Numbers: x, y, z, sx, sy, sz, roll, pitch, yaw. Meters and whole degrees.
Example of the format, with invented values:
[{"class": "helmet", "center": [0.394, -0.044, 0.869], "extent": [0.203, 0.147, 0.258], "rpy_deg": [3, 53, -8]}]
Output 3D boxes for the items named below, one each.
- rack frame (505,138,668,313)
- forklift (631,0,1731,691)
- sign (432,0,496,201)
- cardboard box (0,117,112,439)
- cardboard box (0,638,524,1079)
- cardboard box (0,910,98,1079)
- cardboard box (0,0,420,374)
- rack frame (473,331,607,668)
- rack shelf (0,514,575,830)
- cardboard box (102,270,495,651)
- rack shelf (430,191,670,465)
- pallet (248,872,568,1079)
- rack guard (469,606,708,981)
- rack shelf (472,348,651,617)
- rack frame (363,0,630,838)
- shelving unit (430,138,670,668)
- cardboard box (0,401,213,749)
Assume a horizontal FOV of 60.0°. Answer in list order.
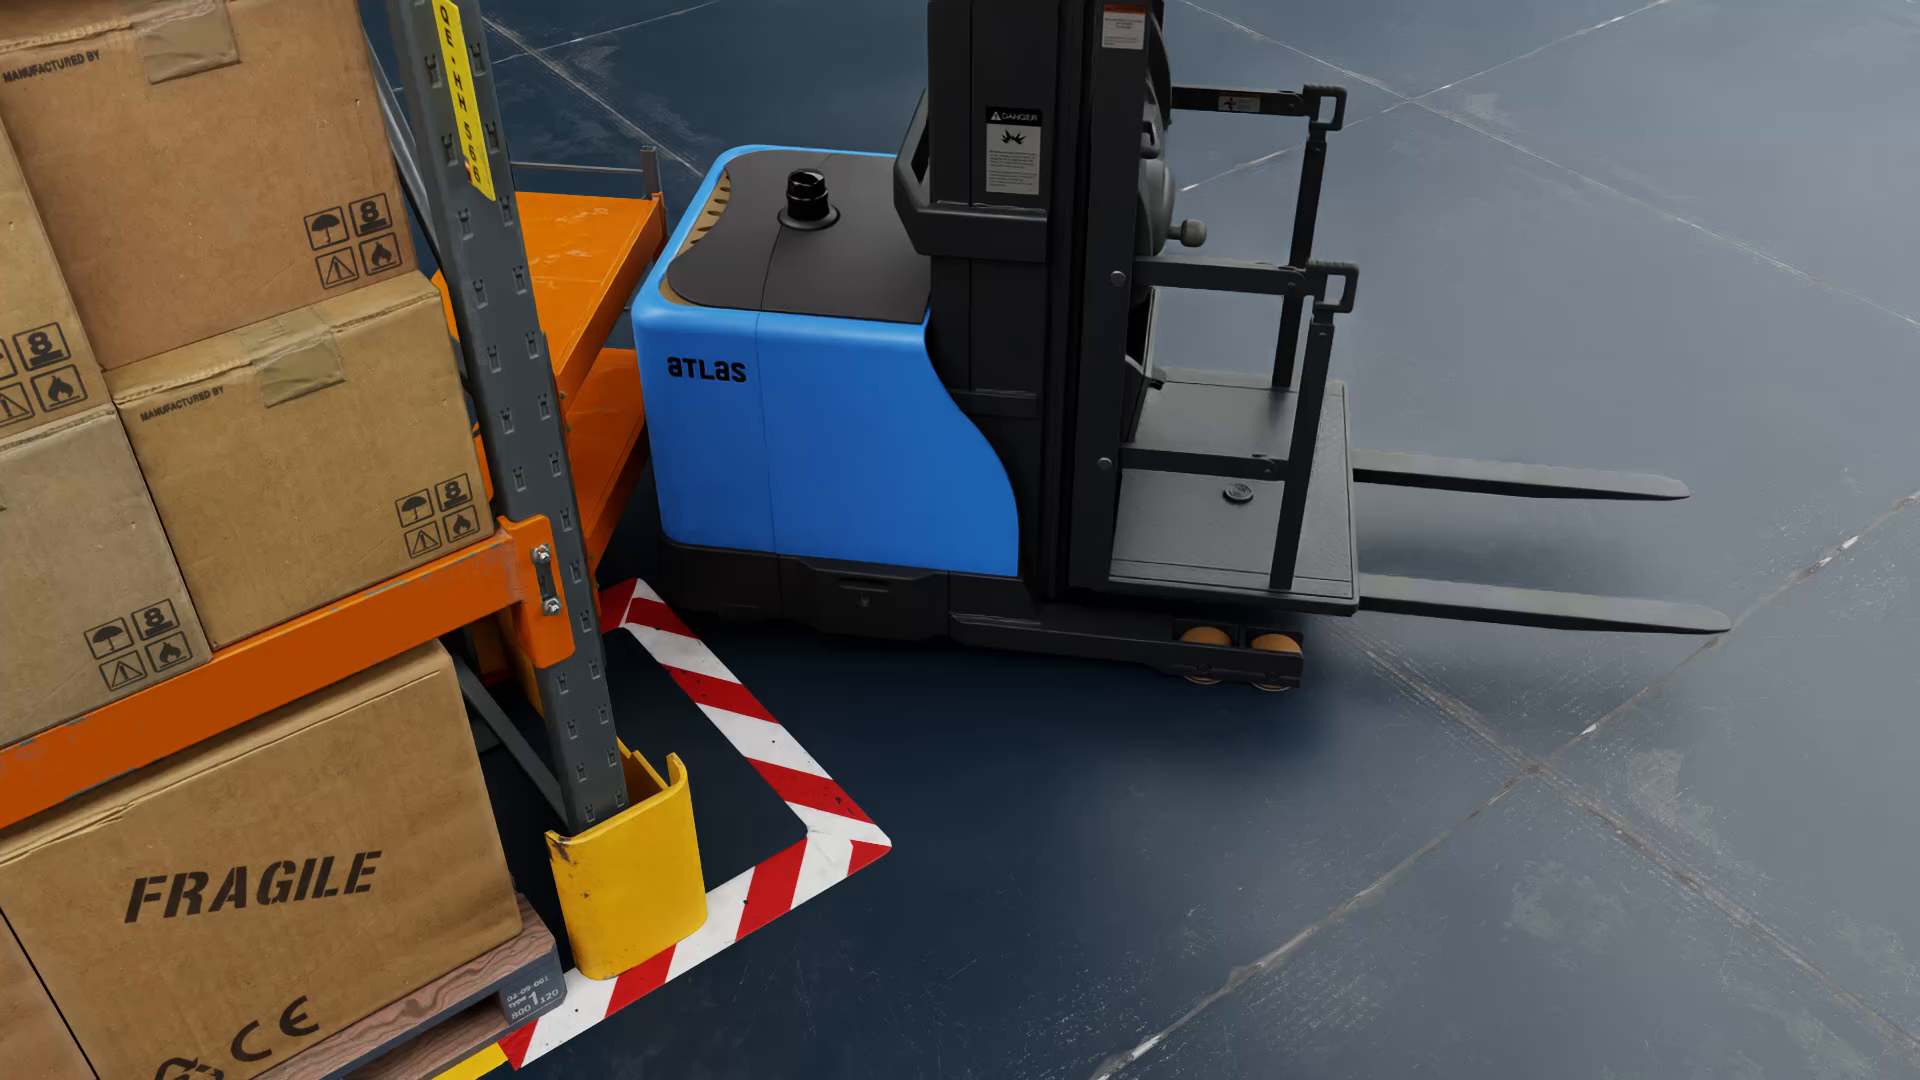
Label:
[{"class": "rack frame", "center": [-1.140, -0.731, 5.254], "extent": [0.500, 1.125, 0.032], "rpy_deg": [5, 40, 6]}, {"class": "forklift", "center": [0.686, -1.066, 4.239], "extent": [3.031, 2.935, 1.130], "rpy_deg": [5, 40, 7]}, {"class": "sign", "center": [-0.790, -0.703, 2.642], "extent": [0.005, 0.325, 0.100], "rpy_deg": [-26, 46, -28]}, {"class": "cardboard box", "center": [-1.808, -0.535, 2.567], "extent": [0.550, 0.550, 0.875], "rpy_deg": [-26, 46, -28]}, {"class": "cardboard box", "center": [-1.607, 0.512, 3.605], "extent": [0.875, 0.875, 0.875], "rpy_deg": [-26, 46, -28]}, {"class": "cardboard box", "center": [-2.304, 0.853, 3.189], "extent": [0.875, 0.875, 0.875], "rpy_deg": [-27, 46, -29]}, {"class": "cardboard box", "center": [-1.428, -0.794, 2.883], "extent": [0.550, 0.550, 0.875], "rpy_deg": [-26, 46, -28]}, {"class": "rack frame", "center": [-1.273, -0.092, 4.475], "extent": [0.500, 1.125, 0.032], "rpy_deg": [5, 40, 6]}, {"class": "rack shelf", "center": [-2.696, 0.609, 2.710], "extent": [4.000, 0.370, 1.077], "rpy_deg": [-26, 46, -28]}, {"class": "cardboard box", "center": [-1.376, -0.334, 3.174], "extent": [0.550, 0.550, 0.875], "rpy_deg": [-26, 46, -28]}, {"class": "rack shelf", "center": [-1.206, -0.638, 4.679], "extent": [0.538, 0.278, 1.000], "rpy_deg": [5, 40, 6]}, {"class": "pallet", "center": [-1.696, 0.984, 3.884], "extent": [1.213, 0.211, 1.003], "rpy_deg": [-26, 46, -28]}, {"class": "rack guard", "center": [-1.091, 0.515, 4.228], "extent": [0.348, 0.500, 1.175], "rpy_deg": [-26, 46, -28]}, {"class": "rack shelf", "center": [-1.206, -0.222, 5.020], "extent": [0.538, 0.278, 1.000], "rpy_deg": [5, 40, 6]}, {"class": "rack frame", "center": [-1.110, -0.442, 3.424], "extent": [0.127, 3.000, 1.000], "rpy_deg": [-26, 46, -28]}, {"class": "shelving unit", "center": [-1.206, -0.412, 4.865], "extent": [0.538, 1.125, 1.048], "rpy_deg": [5, 40, 6]}, {"class": "cardboard box", "center": [-1.799, -0.110, 2.901], "extent": [0.550, 0.550, 0.875], "rpy_deg": [-26, 46, -28]}]
